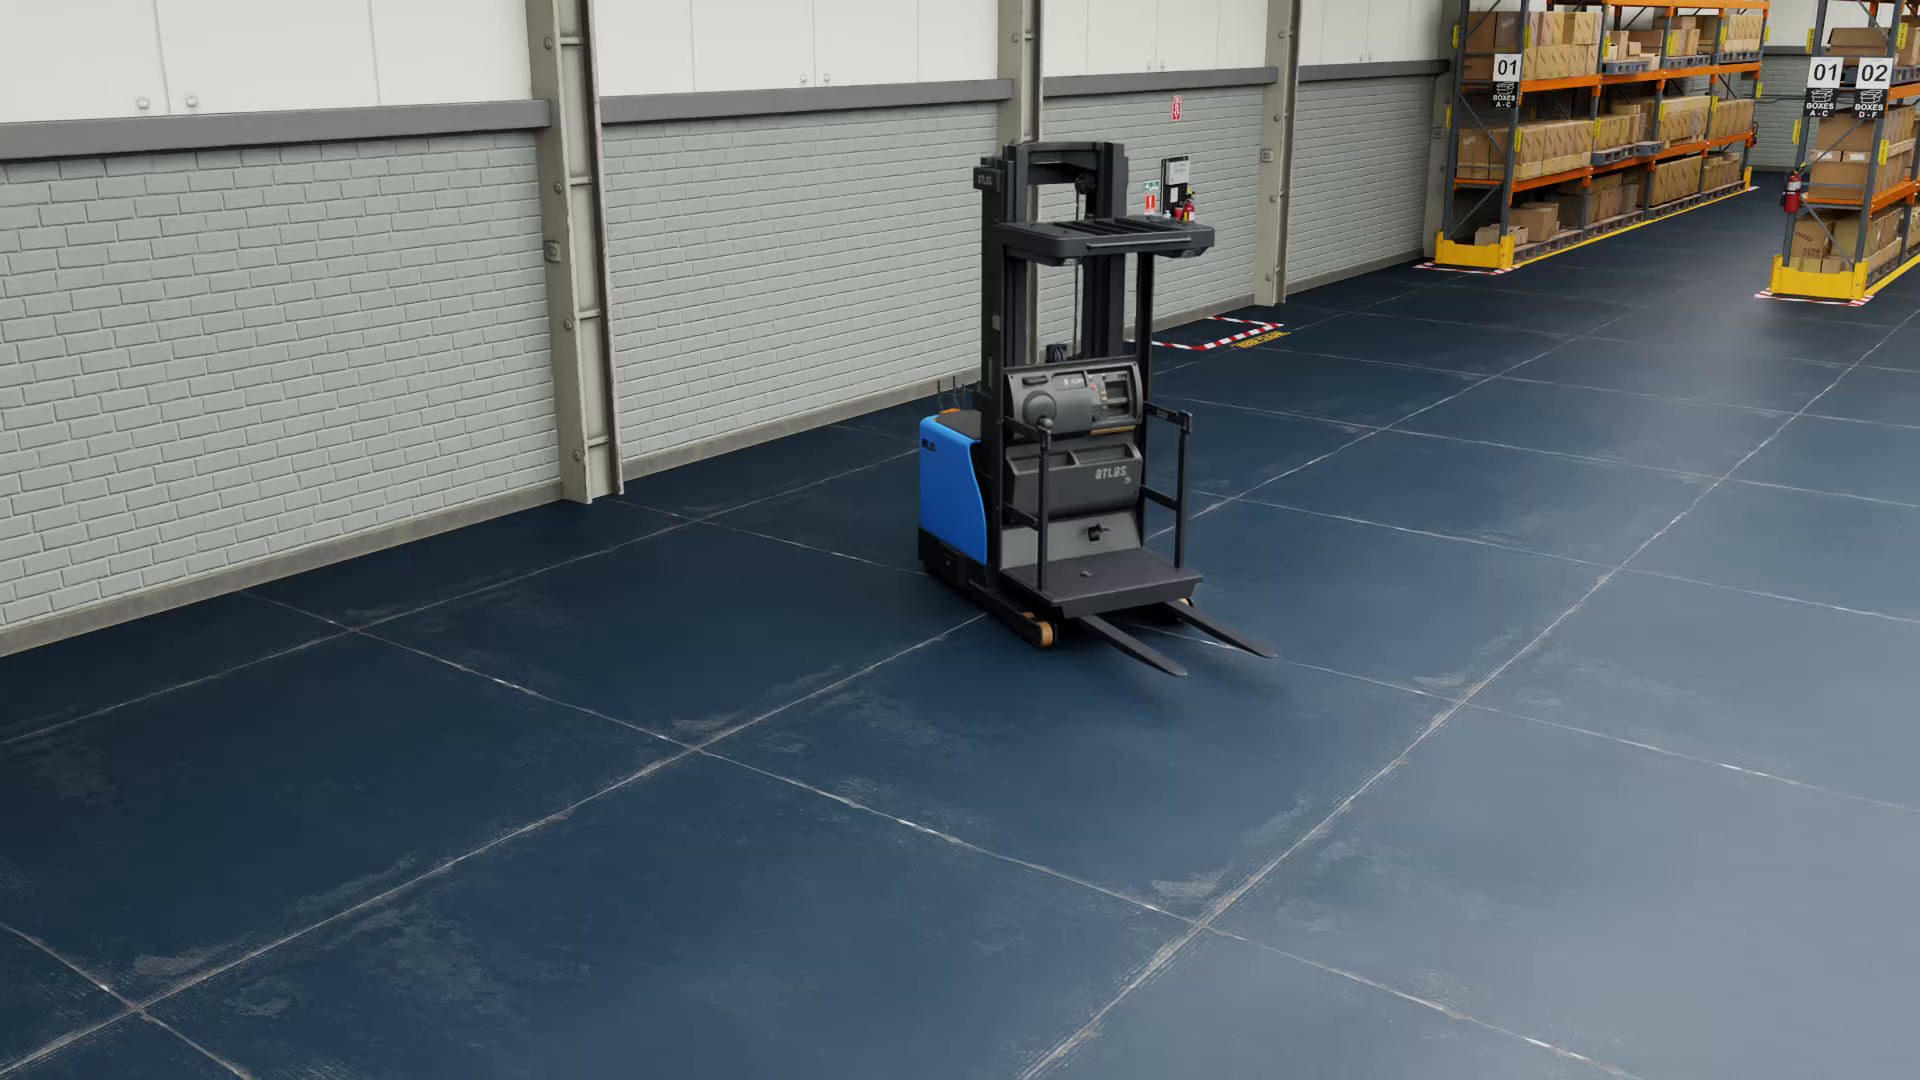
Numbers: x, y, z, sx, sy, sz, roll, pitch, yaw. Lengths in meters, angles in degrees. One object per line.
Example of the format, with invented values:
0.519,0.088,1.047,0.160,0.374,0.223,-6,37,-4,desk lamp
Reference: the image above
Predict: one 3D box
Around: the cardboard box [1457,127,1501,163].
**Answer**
8.156,-6.204,26.120,0.500,0.500,0.500,12,21,34,cardboard box

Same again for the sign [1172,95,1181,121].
2.605,-5.190,19.990,0.001,0.298,0.199,12,21,35,sign

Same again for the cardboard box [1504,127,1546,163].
8.874,-6.231,26.206,0.500,0.500,0.500,12,21,35,cardboard box

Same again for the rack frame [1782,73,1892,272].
12.026,-4.884,22.914,1.000,3.000,0.127,12,21,35,rack frame

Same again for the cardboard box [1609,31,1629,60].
11.554,-8.802,29.595,0.500,0.500,0.500,12,21,33,cardboard box

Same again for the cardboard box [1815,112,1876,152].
12.346,-5.673,23.098,0.700,0.500,0.500,13,21,35,cardboard box

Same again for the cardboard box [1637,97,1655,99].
13.797,-8.741,33.365,0.500,0.250,0.500,12,21,33,cardboard box

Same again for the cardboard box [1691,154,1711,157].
16.402,-8.464,36.856,0.380,0.149,0.250,13,21,35,cardboard box

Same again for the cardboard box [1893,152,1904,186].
13.841,-5.651,25.215,0.700,0.500,0.500,12,21,34,cardboard box

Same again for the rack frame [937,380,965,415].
-0.063,-0.548,11.985,0.240,1.200,0.006,12,21,35,rack frame

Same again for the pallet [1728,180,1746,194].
17.166,-8.033,37.757,1.003,0.211,1.213,12,21,35,pallet

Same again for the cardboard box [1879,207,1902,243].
14.002,-4.816,25.359,0.500,0.500,0.500,12,21,35,cardboard box

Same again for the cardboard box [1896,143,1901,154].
13.662,-5.790,24.567,0.380,0.149,0.250,13,22,36,cardboard box

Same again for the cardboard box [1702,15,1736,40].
15.846,-10.704,34.710,0.500,0.500,0.500,12,21,34,cardboard box

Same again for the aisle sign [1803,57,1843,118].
11.751,-6.162,22.645,0.394,0.787,0.004,12,21,35,aisle sign

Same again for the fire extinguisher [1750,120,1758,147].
18.040,-9.309,37.921,0.296,0.674,0.183,12,21,35,fire extinguisher

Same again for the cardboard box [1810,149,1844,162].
12.101,-5.366,23.204,0.380,0.149,0.250,12,21,34,cardboard box

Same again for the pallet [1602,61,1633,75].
10.883,-8.182,28.793,1.213,0.211,1.003,12,21,35,pallet

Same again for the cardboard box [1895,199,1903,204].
15.939,-5.745,28.670,0.500,0.311,0.500,12,21,33,cardboard box

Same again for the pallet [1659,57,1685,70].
13.154,-9.169,31.973,1.213,0.211,1.003,14,22,37,pallet

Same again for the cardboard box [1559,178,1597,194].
11.114,-6.370,29.906,0.500,0.250,0.500,12,21,34,cardboard box

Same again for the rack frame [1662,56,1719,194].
15.196,-8.617,34.933,1.000,3.000,0.127,12,21,35,rack frame

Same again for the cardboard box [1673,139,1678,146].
14.100,-7.958,33.203,0.380,0.149,0.250,13,21,35,cardboard box

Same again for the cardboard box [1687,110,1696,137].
14.521,-8.420,33.597,0.500,0.500,0.500,12,21,35,cardboard box

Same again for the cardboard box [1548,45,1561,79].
9.101,-7.530,26.173,0.500,0.500,0.500,14,22,37,cardboard box

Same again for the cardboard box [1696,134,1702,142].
15.090,-8.311,34.340,0.380,0.149,0.250,13,21,36,cardboard box

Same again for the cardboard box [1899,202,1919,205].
16.071,-5.532,27.982,0.500,0.311,0.500,12,21,34,cardboard box

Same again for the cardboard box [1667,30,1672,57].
13.329,-9.616,32.181,0.700,0.500,0.500,11,20,32,cardboard box

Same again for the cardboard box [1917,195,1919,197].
17.294,-5.864,29.542,0.500,0.500,0.500,14,22,37,cardboard box

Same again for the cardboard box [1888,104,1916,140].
14.150,-6.397,25.431,0.700,0.500,0.500,13,21,35,cardboard box

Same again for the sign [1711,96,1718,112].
15.637,-9.038,34.472,0.100,0.325,0.005,12,21,35,sign

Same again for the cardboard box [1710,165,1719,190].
16.026,-7.903,36.140,0.700,0.500,0.500,12,21,34,cardboard box

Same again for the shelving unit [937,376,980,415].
-0.009,-0.570,12.055,0.258,1.200,0.189,12,21,35,shelving unit

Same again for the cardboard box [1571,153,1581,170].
10.087,-6.366,27.904,0.500,0.250,0.500,13,21,35,cardboard box

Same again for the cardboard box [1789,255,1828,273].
12.109,-3.951,23.839,0.500,0.250,0.500,12,21,35,cardboard box

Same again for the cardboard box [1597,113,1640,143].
12.229,-7.670,30.975,0.700,0.500,0.500,10,20,30,cardboard box

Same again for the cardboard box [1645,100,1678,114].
13.610,-8.412,32.307,0.500,0.250,0.500,12,21,34,cardboard box

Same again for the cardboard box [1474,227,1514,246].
8.530,-4.834,26.543,0.500,0.311,0.500,10,20,29,cardboard box

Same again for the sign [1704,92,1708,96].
17.137,-10.120,38.182,0.100,0.325,0.005,12,21,35,sign

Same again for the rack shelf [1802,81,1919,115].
13.218,-6.449,24.110,1.077,0.370,4.000,12,21,35,rack shelf

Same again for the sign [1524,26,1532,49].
8.482,-7.513,24.847,0.100,0.325,0.005,12,21,35,sign

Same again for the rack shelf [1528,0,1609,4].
9.238,-8.755,26.481,1.077,0.370,4.000,12,21,35,rack shelf

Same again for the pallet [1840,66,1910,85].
12.469,-6.438,23.010,1.003,0.211,1.213,12,21,35,pallet

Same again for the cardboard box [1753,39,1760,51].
17.356,-10.957,36.789,0.500,0.250,0.500,13,22,36,cardboard box

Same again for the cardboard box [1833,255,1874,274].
12.820,-3.980,23.930,0.500,0.250,0.500,12,21,35,cardboard box

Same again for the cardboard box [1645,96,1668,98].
14.112,-8.865,33.763,0.500,0.250,0.500,12,21,33,cardboard box

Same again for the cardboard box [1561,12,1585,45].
9.728,-8.253,26.815,0.500,0.500,0.500,12,21,33,cardboard box

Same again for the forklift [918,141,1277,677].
0.819,-0.889,10.166,1.130,2.935,3.031,-8,19,-25,forklift

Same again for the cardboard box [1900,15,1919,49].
14.809,-7.896,25.836,0.500,0.500,0.500,13,21,35,cardboard box

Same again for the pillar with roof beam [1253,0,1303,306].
7.651,-6.753,18.818,9.100,9.000,0.400,12,21,35,pillar with roof beam

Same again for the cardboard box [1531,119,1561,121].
9.981,-6.932,28.464,0.500,0.500,0.500,12,21,33,cardboard box

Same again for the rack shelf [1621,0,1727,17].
14.004,-10.471,32.676,1.077,0.370,4.000,12,21,35,rack shelf

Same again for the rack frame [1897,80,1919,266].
14.410,-5.837,25.982,1.000,3.000,0.127,12,21,35,rack frame

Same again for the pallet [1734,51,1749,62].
16.419,-10.489,36.055,1.003,0.211,1.213,12,21,35,pallet

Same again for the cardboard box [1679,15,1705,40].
15.425,-10.792,34.991,0.500,0.500,0.500,12,21,34,cardboard box

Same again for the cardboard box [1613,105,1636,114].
12.451,-8.065,31.152,0.380,0.149,0.250,9,19,26,cardboard box

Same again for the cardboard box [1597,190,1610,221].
11.458,-6.152,30.470,0.700,0.500,0.500,13,21,35,cardboard box
